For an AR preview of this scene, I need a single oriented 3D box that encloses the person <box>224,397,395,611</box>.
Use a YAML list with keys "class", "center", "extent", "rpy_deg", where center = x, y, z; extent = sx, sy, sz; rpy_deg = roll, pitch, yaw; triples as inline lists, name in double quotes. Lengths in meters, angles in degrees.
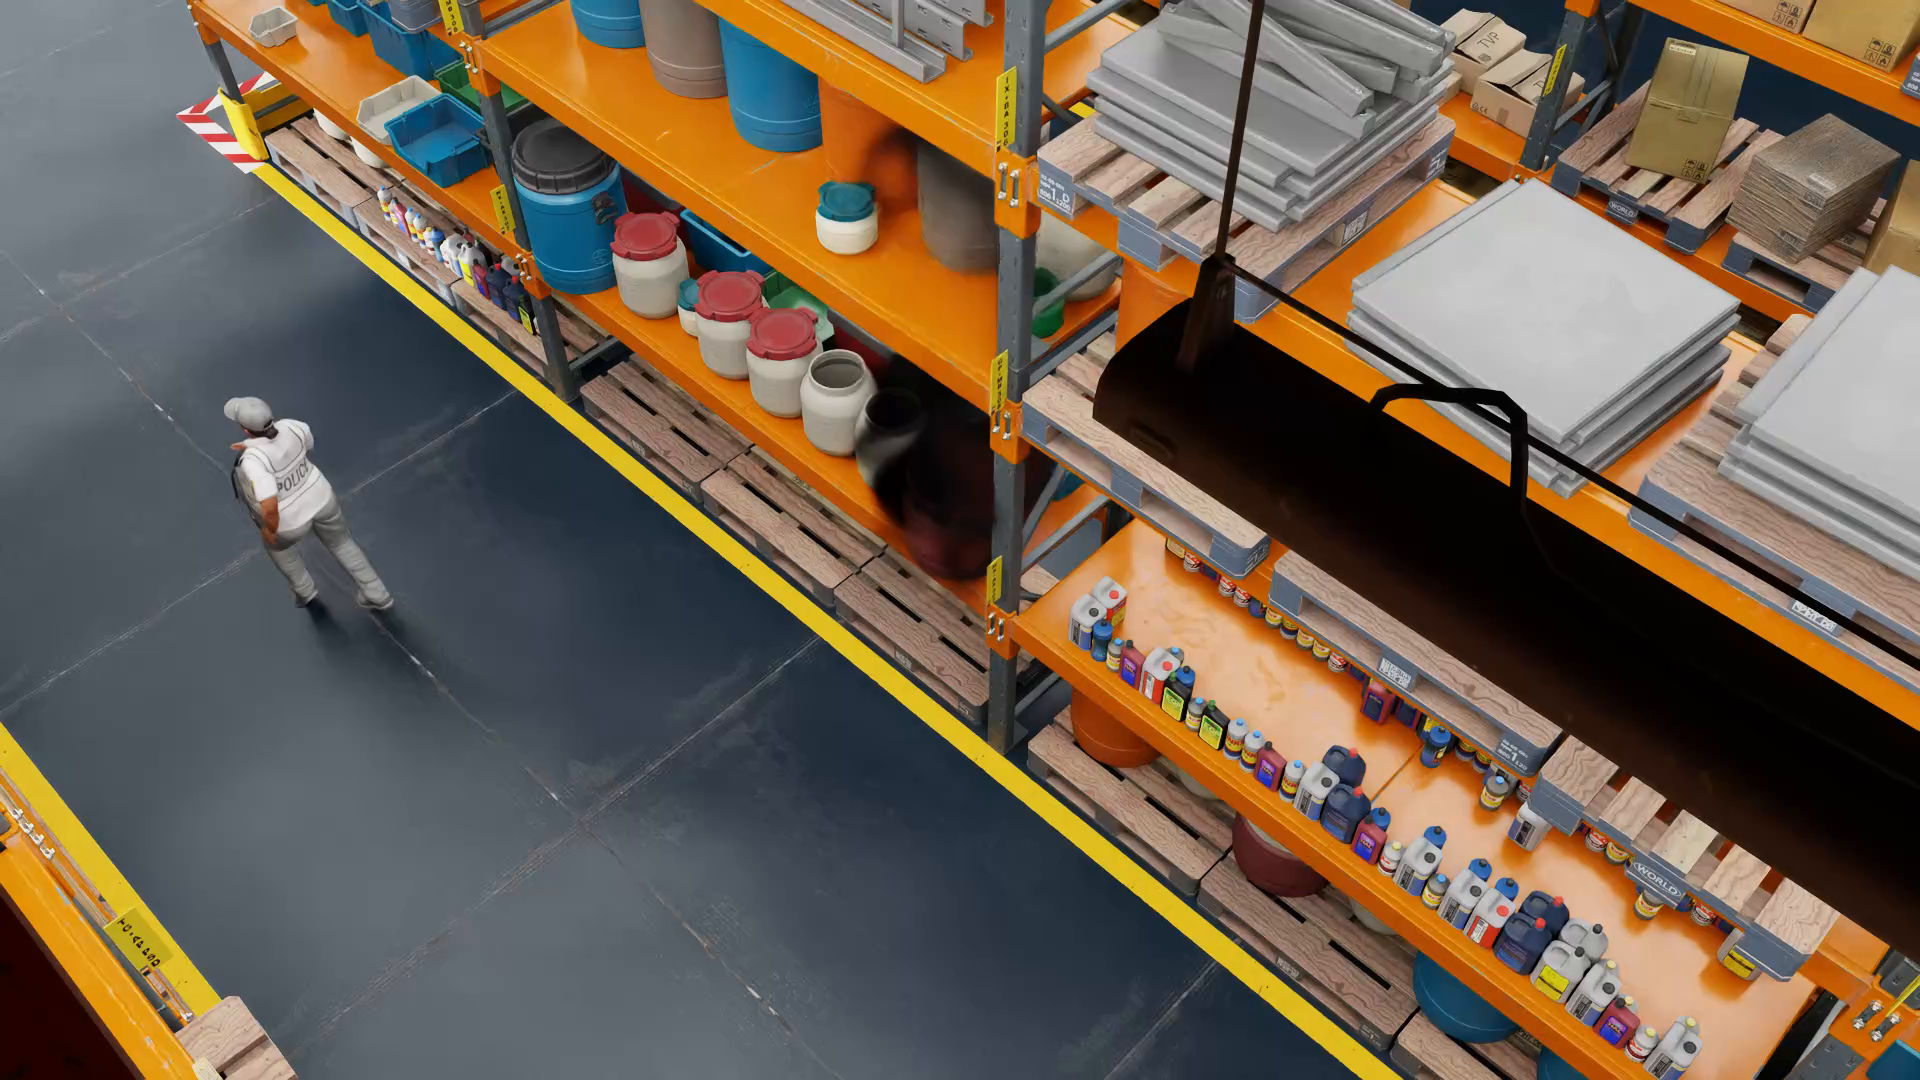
- class: "person"
  center: [-3.747, -0.139, 9.446]
  extent: [0.779, 1.754, 0.576]
  rpy_deg: [27, 55, 21]
